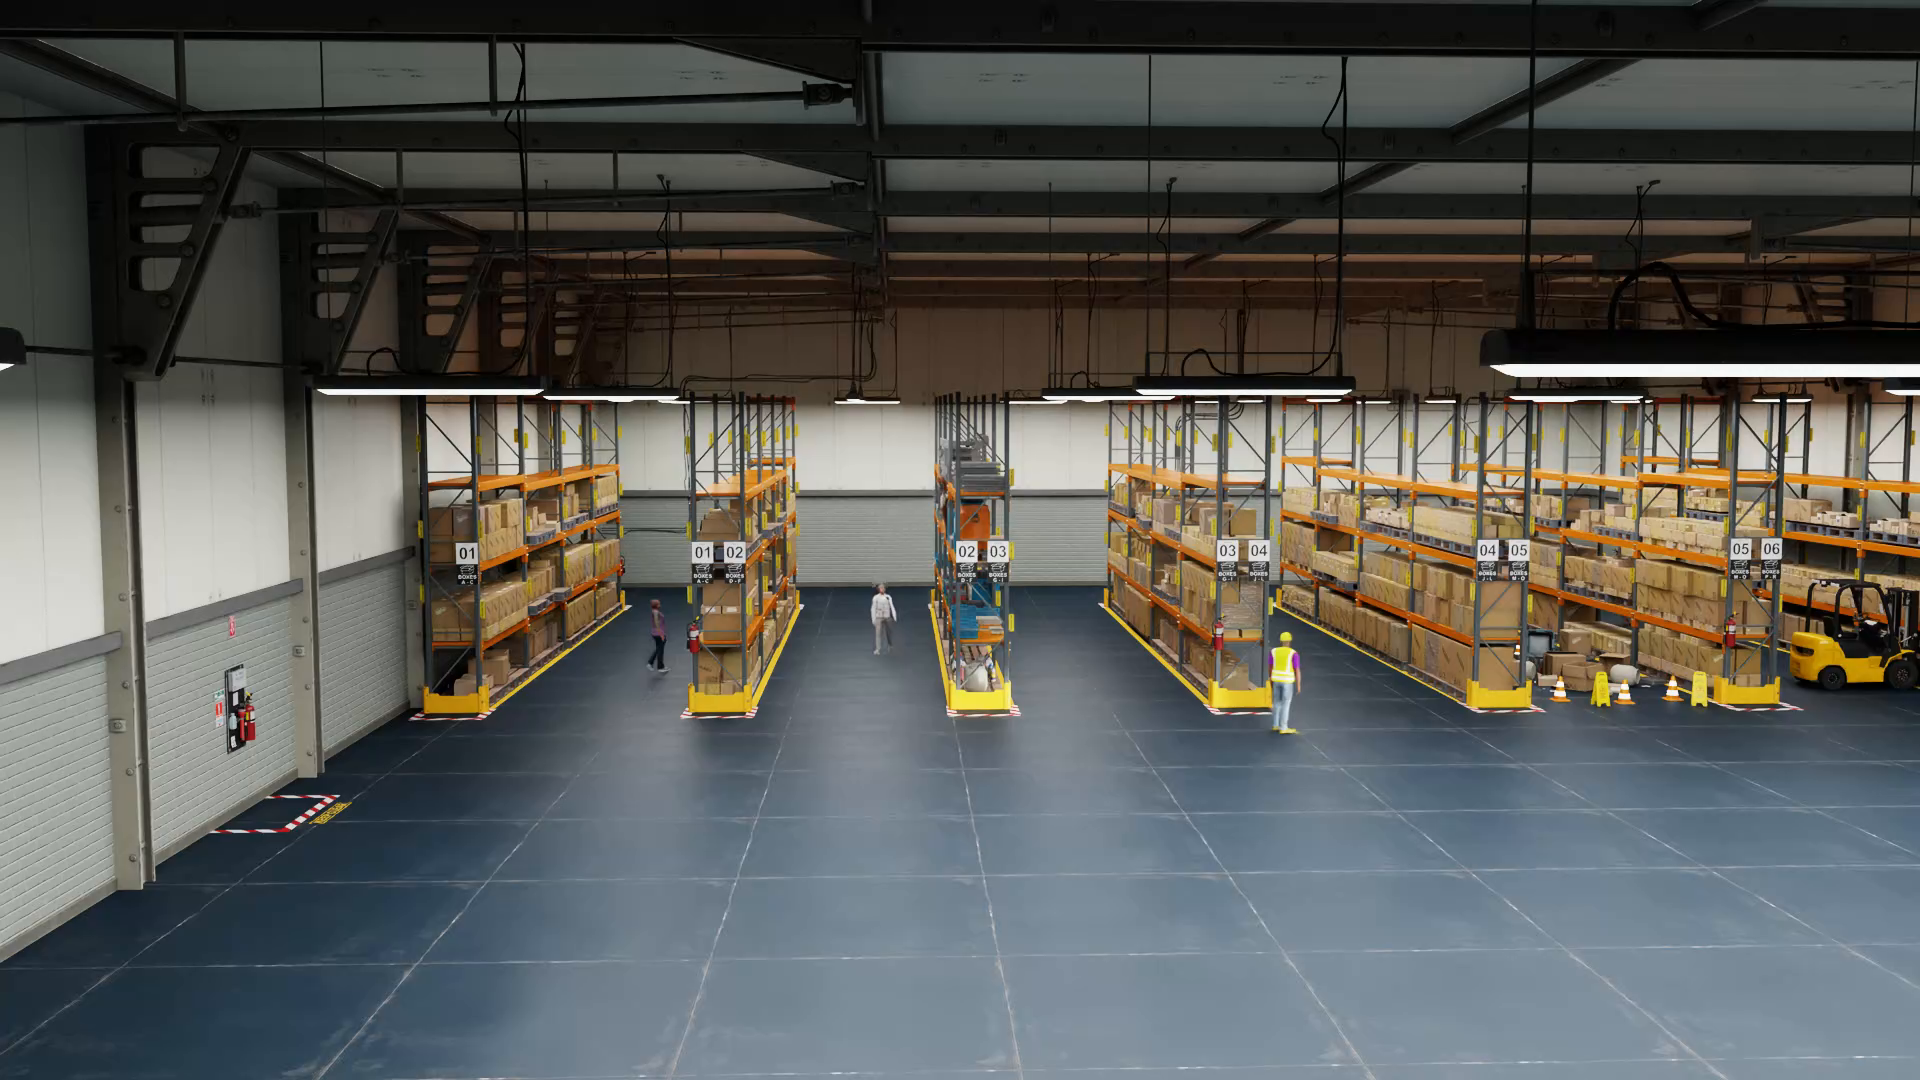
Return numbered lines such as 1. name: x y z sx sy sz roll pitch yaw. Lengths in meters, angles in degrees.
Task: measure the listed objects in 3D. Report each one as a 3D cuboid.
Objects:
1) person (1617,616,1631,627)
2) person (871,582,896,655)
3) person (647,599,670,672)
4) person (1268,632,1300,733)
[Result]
1. person: 17.384 1.404 43.324 0.455 1.725 0.551 1 5 17
2. person: -1.745 1.787 38.241 0.619 1.634 0.989 1 5 10
3. person: -6.501 2.055 35.853 0.513 1.587 0.436 -3 5 -31
4. person: 5.723 2.499 29.214 0.597 1.779 0.455 4 6 40
